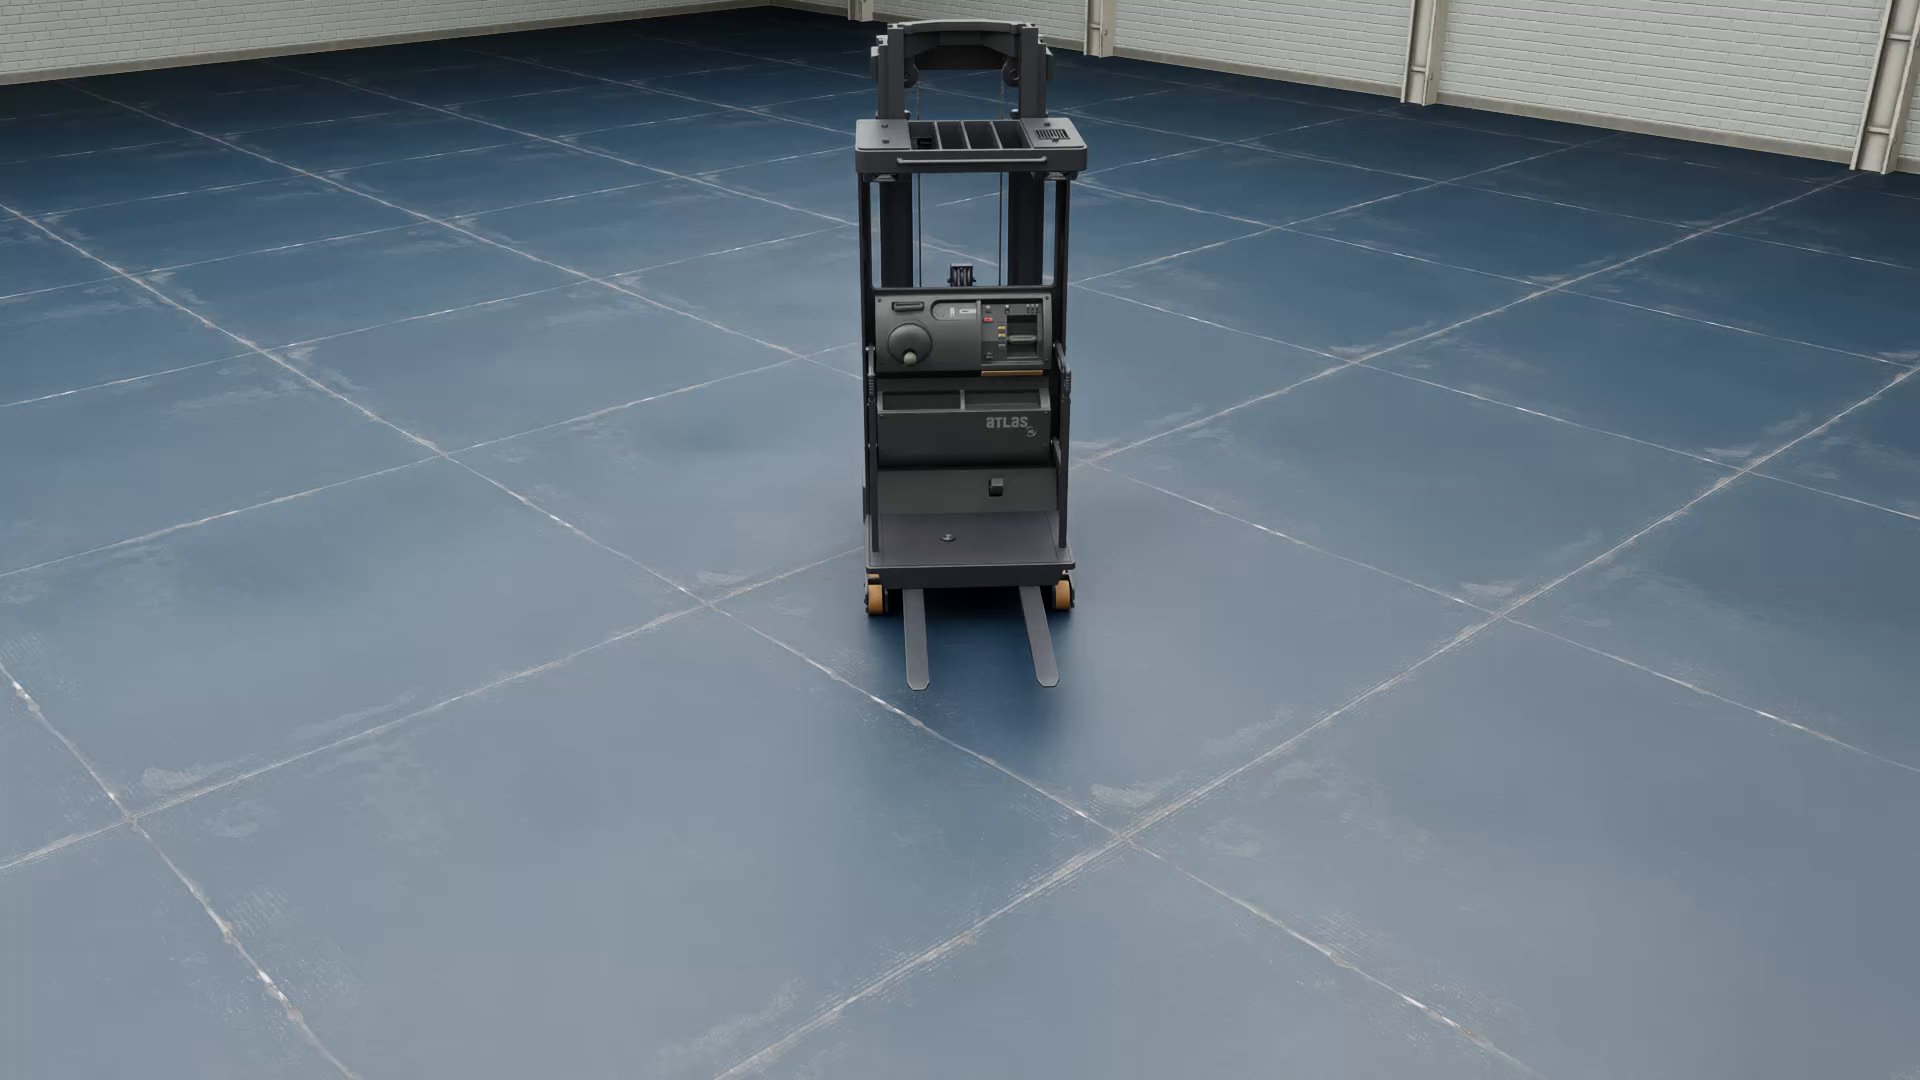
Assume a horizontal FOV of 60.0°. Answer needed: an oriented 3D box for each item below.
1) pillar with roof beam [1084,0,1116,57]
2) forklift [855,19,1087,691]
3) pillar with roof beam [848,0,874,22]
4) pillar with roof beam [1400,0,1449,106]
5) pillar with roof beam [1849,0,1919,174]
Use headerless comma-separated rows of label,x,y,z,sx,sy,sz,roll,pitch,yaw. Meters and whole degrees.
pillar with roof beam,-0.888,-10.753,22.479,9.100,9.000,0.400,-21,32,-38
forklift,0.033,-1.072,8.569,1.130,2.935,3.031,-1,25,-3
pillar with roof beam,-4.989,-12.571,26.463,9.100,9.000,0.400,-21,32,-38
pillar with roof beam,3.213,-8.935,18.494,9.100,9.000,0.400,-21,32,-38
pillar with roof beam,7.314,-7.117,14.509,9.100,9.000,0.400,-21,32,-38
